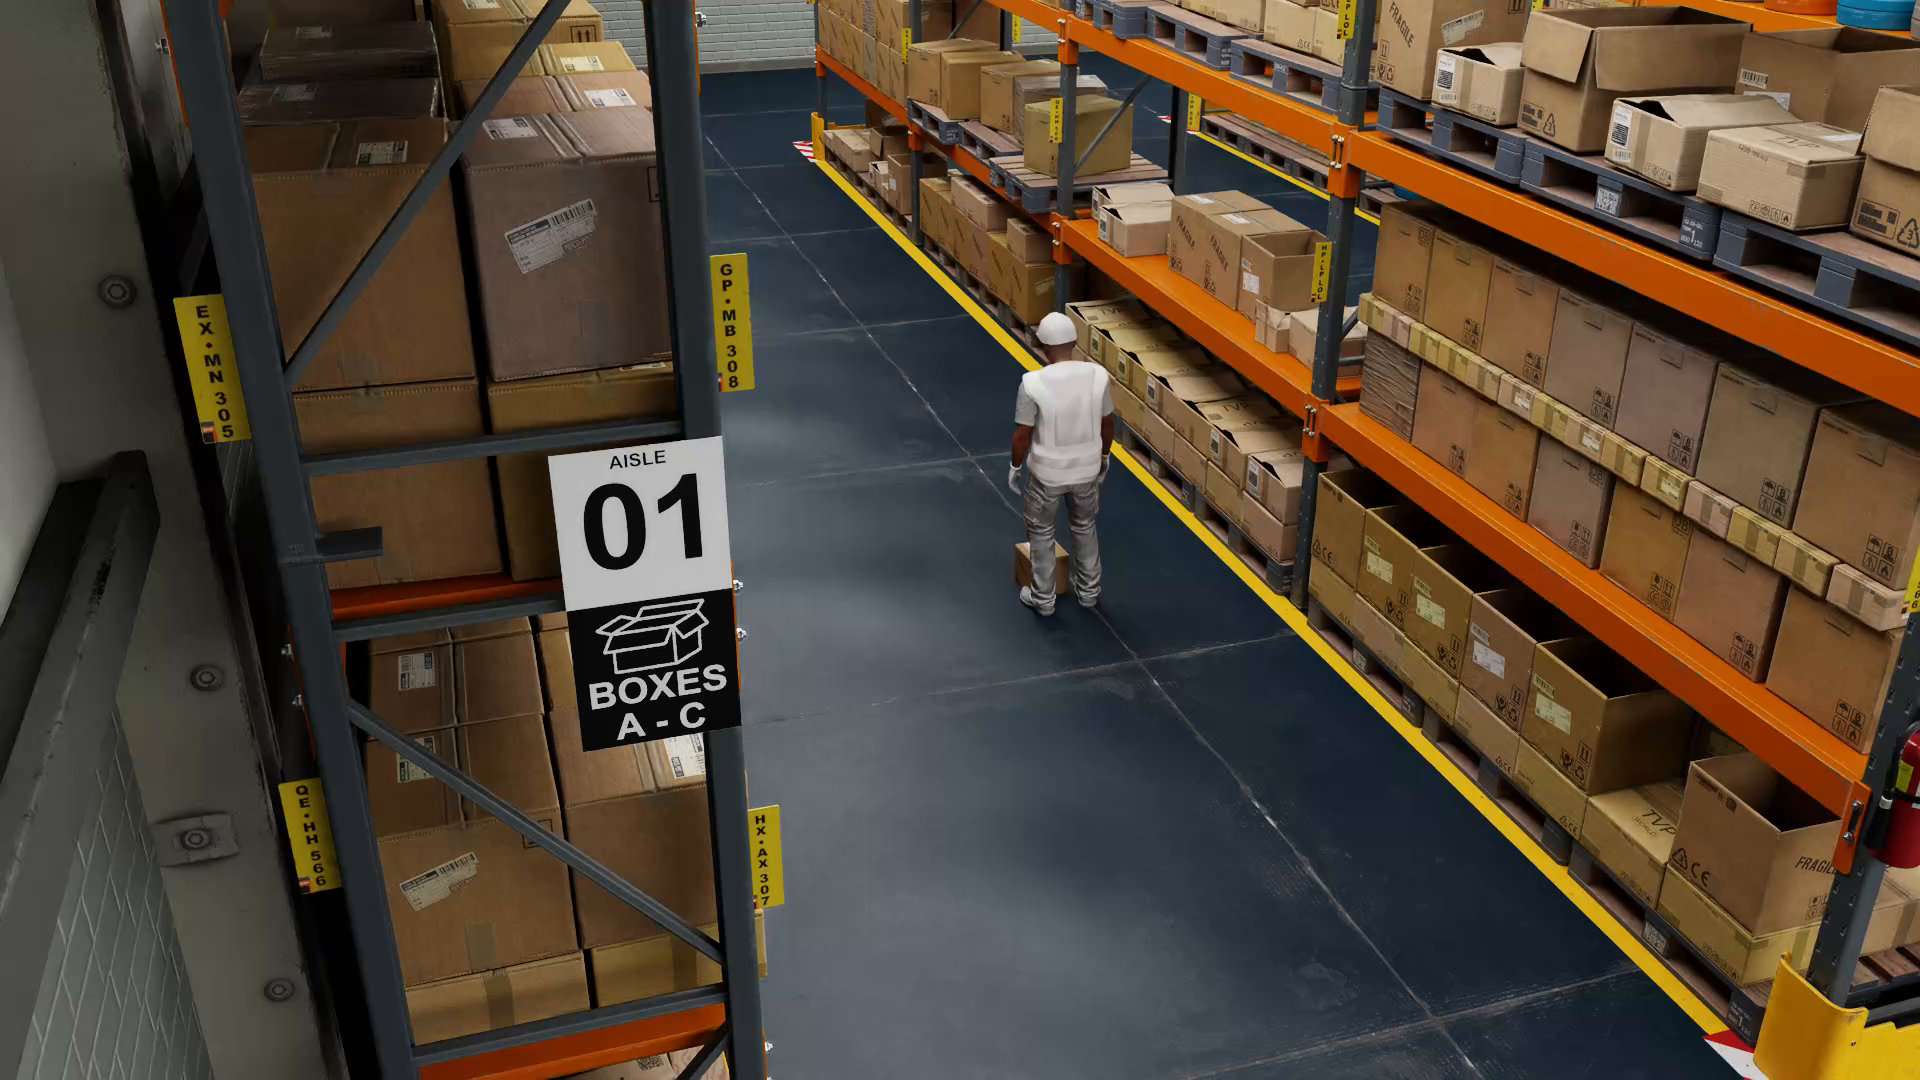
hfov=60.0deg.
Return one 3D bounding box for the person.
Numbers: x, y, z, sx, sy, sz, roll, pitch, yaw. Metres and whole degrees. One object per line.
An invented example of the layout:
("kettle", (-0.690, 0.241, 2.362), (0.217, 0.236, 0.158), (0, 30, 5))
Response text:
("person", (0.576, -0.420, 9.458), (0.617, 1.775, 0.446), (-8, 27, -16))
